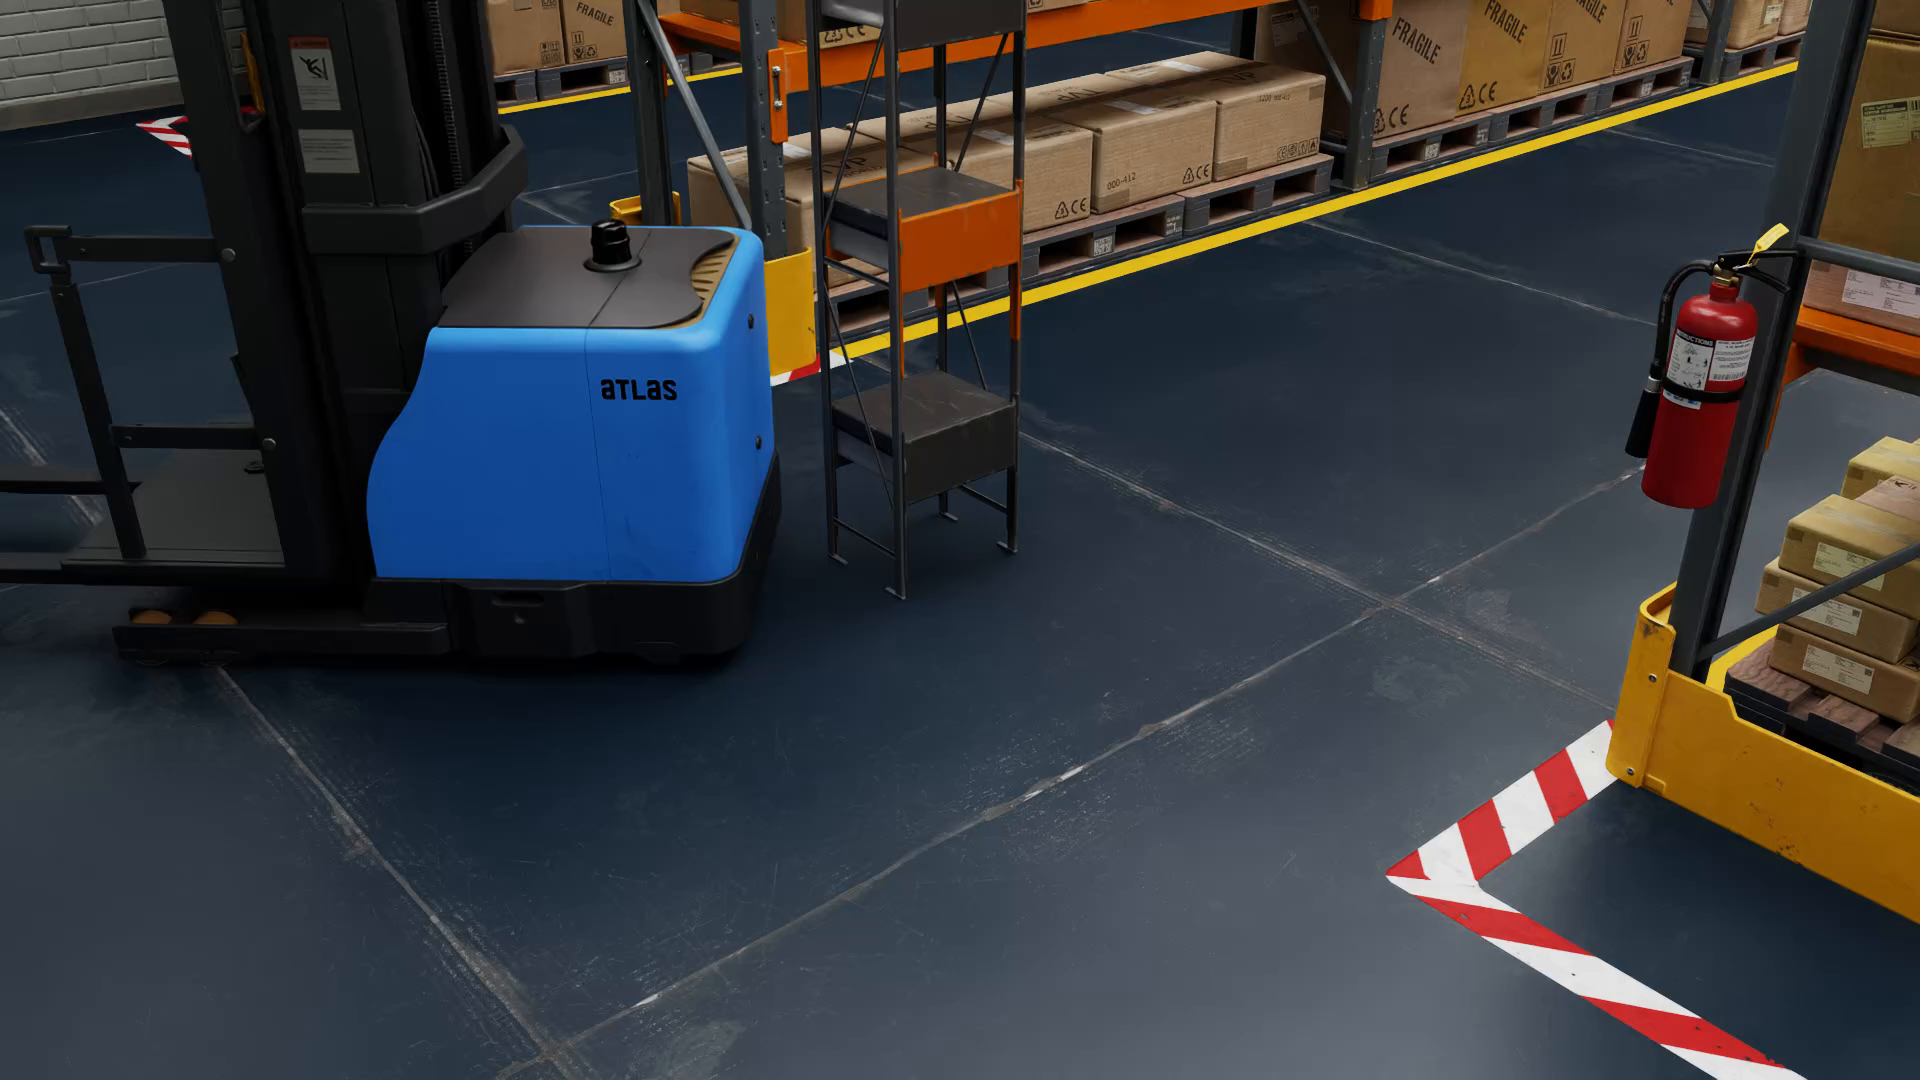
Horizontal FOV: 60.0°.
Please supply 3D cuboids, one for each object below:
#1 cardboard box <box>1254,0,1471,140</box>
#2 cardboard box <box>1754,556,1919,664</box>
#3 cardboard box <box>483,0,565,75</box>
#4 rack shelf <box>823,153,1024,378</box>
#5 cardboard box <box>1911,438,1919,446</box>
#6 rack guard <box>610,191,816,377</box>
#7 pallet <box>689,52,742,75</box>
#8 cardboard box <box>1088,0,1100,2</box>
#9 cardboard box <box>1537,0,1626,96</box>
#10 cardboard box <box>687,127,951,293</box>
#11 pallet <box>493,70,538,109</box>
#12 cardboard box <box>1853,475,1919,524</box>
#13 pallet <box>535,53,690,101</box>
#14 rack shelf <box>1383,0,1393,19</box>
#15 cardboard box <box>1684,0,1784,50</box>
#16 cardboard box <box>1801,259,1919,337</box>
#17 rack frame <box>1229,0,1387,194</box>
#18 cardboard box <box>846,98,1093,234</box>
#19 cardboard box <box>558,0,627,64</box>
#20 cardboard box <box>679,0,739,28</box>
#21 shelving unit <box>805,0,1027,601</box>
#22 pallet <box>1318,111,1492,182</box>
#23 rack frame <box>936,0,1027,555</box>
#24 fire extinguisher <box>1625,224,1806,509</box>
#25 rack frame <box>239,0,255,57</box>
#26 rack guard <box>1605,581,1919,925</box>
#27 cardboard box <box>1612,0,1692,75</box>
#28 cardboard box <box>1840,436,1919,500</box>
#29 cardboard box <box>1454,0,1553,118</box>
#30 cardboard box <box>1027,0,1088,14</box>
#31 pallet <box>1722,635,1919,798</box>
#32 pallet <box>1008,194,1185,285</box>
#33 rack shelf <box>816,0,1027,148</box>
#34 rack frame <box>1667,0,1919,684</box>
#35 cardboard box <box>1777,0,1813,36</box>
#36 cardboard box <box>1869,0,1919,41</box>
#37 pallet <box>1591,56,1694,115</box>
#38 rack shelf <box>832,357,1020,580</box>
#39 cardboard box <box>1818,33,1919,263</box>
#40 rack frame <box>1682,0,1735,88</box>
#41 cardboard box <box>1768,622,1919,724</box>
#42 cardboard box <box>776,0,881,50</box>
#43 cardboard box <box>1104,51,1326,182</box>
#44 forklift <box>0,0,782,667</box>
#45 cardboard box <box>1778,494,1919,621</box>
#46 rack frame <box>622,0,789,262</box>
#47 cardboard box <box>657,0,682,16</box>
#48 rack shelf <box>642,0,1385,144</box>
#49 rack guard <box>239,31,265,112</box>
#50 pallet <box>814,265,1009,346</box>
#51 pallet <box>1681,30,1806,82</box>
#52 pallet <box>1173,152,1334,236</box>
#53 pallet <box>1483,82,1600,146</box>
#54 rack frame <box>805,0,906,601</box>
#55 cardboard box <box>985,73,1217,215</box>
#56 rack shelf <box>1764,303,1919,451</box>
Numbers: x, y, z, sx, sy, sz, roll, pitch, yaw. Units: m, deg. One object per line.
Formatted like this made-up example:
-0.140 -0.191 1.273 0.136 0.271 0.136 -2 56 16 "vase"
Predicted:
2.376 -2.951 9.898 0.875 0.875 0.875 -21 34 -33 "cardboard box"
2.419 0.161 4.531 0.250 0.149 0.380 -23 36 -36 "cardboard box"
-3.109 -3.523 11.366 0.500 0.500 0.700 -20 34 -33 "cardboard box"
-0.126 -0.863 5.167 0.480 0.518 0.431 -22 35 -35 "rack shelf"
3.022 -0.197 4.885 0.250 0.149 0.380 -24 36 -37 "cardboard box"
-1.105 -1.151 7.373 0.348 0.500 1.175 -22 35 -35 "rack guard"
-1.791 -3.823 12.680 1.213 0.211 1.003 -22 35 -35 "pallet"
0.600 -2.822 7.741 0.500 0.500 0.500 -21 34 -33 "cardboard box"
3.739 -3.503 10.931 0.875 0.875 0.875 -21 35 -34 "cardboard box"
-0.649 -1.554 7.747 0.875 0.438 0.875 -23 36 -37 "cardboard box"
-3.647 -3.077 11.284 1.213 0.211 1.003 -22 35 -35 "pallet"
2.670 -0.016 4.545 0.250 0.149 0.380 -21 35 -34 "cardboard box"
-2.720 -3.448 11.978 1.213 0.211 1.003 -22 35 -35 "pallet"
3.478 -3.779 10.402 4.000 0.370 1.077 -22 35 -35 "rack shelf"
5.436 -3.903 12.214 0.625 0.372 0.950 -25 37 -38 "cardboard box"
2.268 -0.607 3.970 0.250 0.149 0.380 -22 35 -35 "cardboard box"
1.956 -3.484 9.087 0.127 3.000 1.000 -22 35 -35 "rack frame"
0.041 -1.837 8.277 0.875 0.438 0.875 -21 34 -34 "cardboard box"
-2.642 -3.649 11.601 0.500 0.500 0.500 -21 35 -34 "cardboard box"
-0.892 -2.547 7.228 0.500 0.500 0.500 -22 35 -35 "cardboard box"
-0.126 -0.875 5.160 0.503 2.100 0.431 -22 35 -35 "shelving unit"
2.494 -2.517 10.237 1.213 0.211 1.003 -22 35 -35 "pallet"
0.060 -0.950 5.300 0.015 2.100 0.400 -22 35 -35 "rack frame"
1.712 -0.406 3.806 0.183 0.674 0.296 -22 35 -35 "fire extinguisher"
-4.311 -4.039 10.126 0.127 3.000 1.000 -22 35 -35 "rack frame"
2.261 0.563 4.167 0.348 0.500 1.175 -22 35 -35 "rack guard"
4.420 -3.775 11.439 0.875 0.875 0.875 -22 35 -35 "cardboard box"
2.784 -0.141 4.779 0.250 0.149 0.380 -23 36 -36 "cardboard box"
3.058 -3.230 10.420 0.875 0.875 0.875 -21 34 -34 "cardboard box"
0.230 -2.662 7.444 0.500 0.500 0.500 -22 35 -35 "cardboard box"
2.902 0.454 4.676 1.213 0.211 1.003 -22 35 -35 "pallet"
0.398 -1.675 8.660 1.213 0.211 1.003 -22 35 -35 "pallet"
-0.126 -1.481 4.837 0.480 0.518 0.431 -22 35 -35 "rack shelf"
2.203 -0.517 3.534 0.127 3.000 1.000 -22 35 -35 "rack frame"
5.992 -4.132 12.642 0.625 0.372 0.950 -23 36 -36 "cardboard box"
2.390 -1.362 3.634 0.500 0.500 0.500 -23 36 -36 "cardboard box"
4.351 -3.264 11.634 1.213 0.211 1.003 -22 35 -35 "pallet"
-0.126 -0.246 5.497 0.480 0.518 0.431 -22 35 -35 "rack shelf"
2.378 -0.922 3.870 0.500 0.500 0.500 -21 35 -34 "cardboard box"
4.999 -4.708 11.377 0.127 3.000 1.000 -22 35 -35 "rack frame"
2.468 0.320 4.548 0.250 0.149 0.380 -21 35 -34 "cardboard box"
-0.535 -2.349 6.856 0.500 0.500 0.500 -22 35 -35 "cardboard box"
1.409 -2.386 9.305 0.875 0.438 0.875 -22 35 -36 "cardboard box"
-2.148 -1.156 4.803 3.031 2.935 1.130 1 28 2 "forklift"
2.441 0.040 4.440 0.250 0.149 0.380 -21 35 -34 "cardboard box"
-1.087 -2.261 6.798 0.127 3.000 1.000 -22 35 -35 "rack frame"
-2.319 -3.840 11.960 0.500 0.500 0.700 -23 36 -37 "cardboard box"
0.435 -2.555 8.112 4.000 0.370 1.077 -22 35 -35 "rack shelf"
-4.253 -2.960 10.758 0.348 0.500 1.175 -22 35 -35 "rack guard"
-0.529 -1.303 7.965 1.213 0.211 1.003 -22 35 -35 "pallet"
5.595 -3.717 12.481 1.213 0.211 1.003 -22 35 -35 "pallet"
1.327 -2.050 9.362 1.213 0.211 1.003 -22 35 -35 "pallet"
3.423 -2.893 10.939 1.213 0.211 1.003 -22 35 -35 "pallet"
-0.312 -0.801 5.021 0.015 2.100 0.400 -22 35 -35 "rack frame"
0.728 -2.112 8.792 0.875 0.438 0.875 -23 36 -36 "cardboard box"
3.725 -0.811 4.849 4.000 0.370 1.077 -22 35 -35 "rack shelf"
